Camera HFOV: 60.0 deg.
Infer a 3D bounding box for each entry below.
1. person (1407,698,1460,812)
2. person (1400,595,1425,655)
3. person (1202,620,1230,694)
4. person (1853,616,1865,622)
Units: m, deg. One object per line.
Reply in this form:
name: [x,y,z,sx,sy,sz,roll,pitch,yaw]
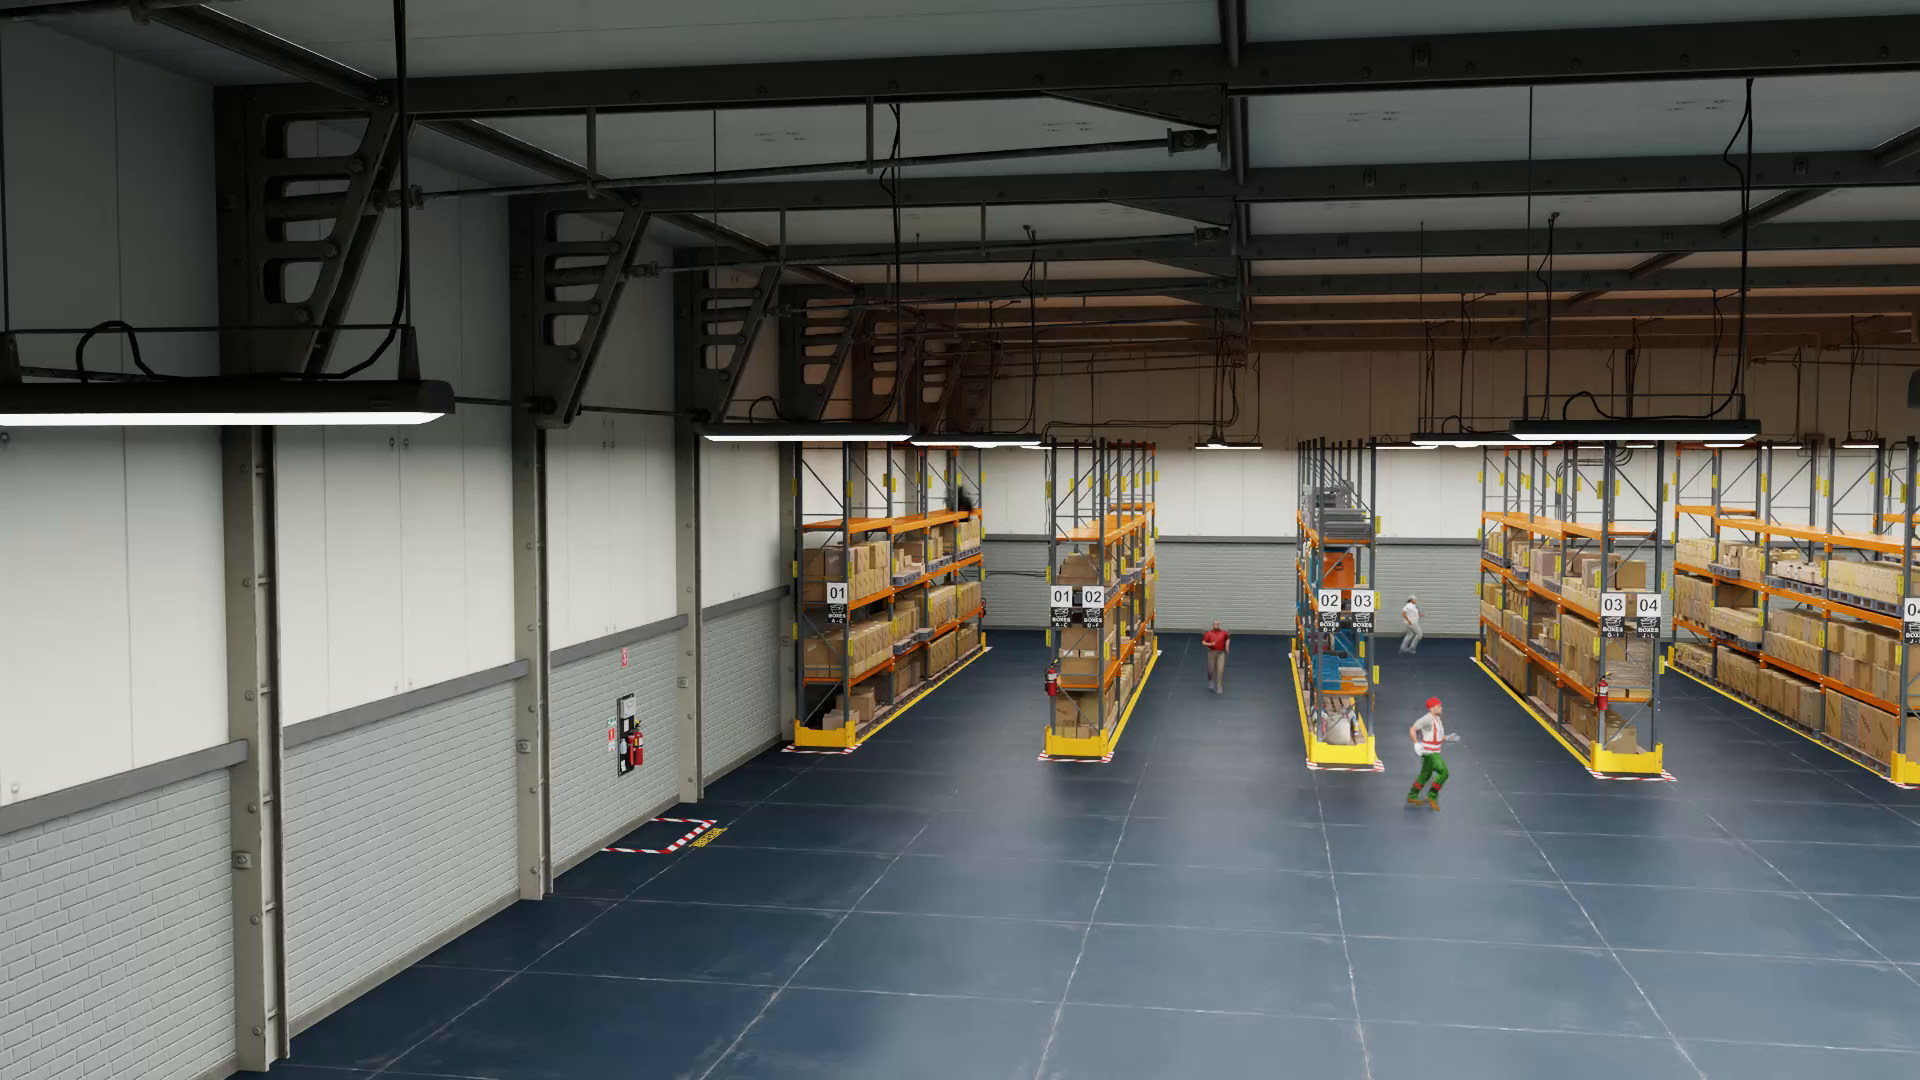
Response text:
person: [7.549,3.423,26.572,0.822,1.812,0.643,2,3,30]
person: [12.823,2.411,47.128,0.694,1.698,0.580,1,3,16]
person: [6.098,2.751,39.592,0.667,1.705,0.980,0,3,4]
person: [24.468,2.497,45.086,0.909,1.724,0.679,1,3,16]
